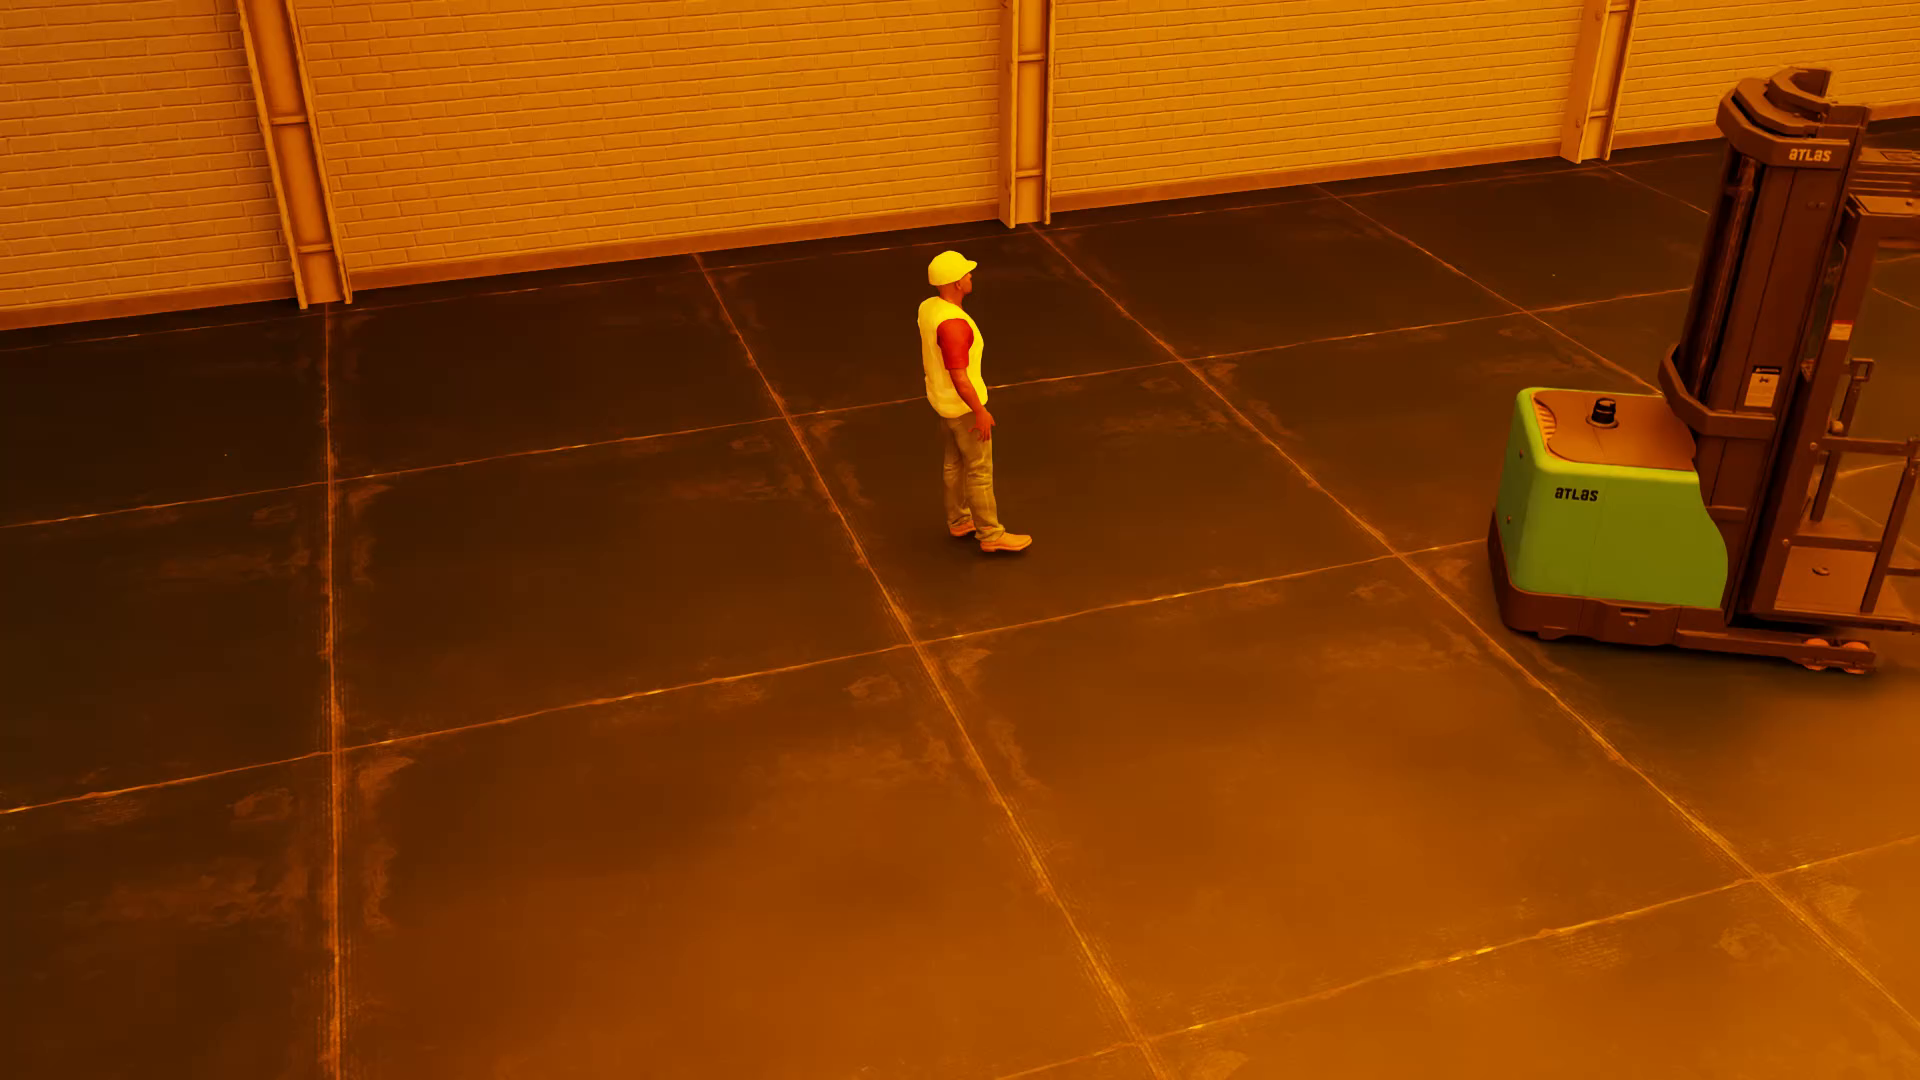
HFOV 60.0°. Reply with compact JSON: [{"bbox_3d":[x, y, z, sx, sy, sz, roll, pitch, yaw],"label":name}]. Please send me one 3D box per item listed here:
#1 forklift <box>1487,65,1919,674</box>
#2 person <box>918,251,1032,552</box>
[{"bbox_3d":[4.540,-0.850,8.564,3.031,2.935,1.130,5,30,9],"label":"forklift"},{"bbox_3d":[0.068,-0.812,9.577,0.577,1.759,0.665,-10,31,-16],"label":"person"}]
